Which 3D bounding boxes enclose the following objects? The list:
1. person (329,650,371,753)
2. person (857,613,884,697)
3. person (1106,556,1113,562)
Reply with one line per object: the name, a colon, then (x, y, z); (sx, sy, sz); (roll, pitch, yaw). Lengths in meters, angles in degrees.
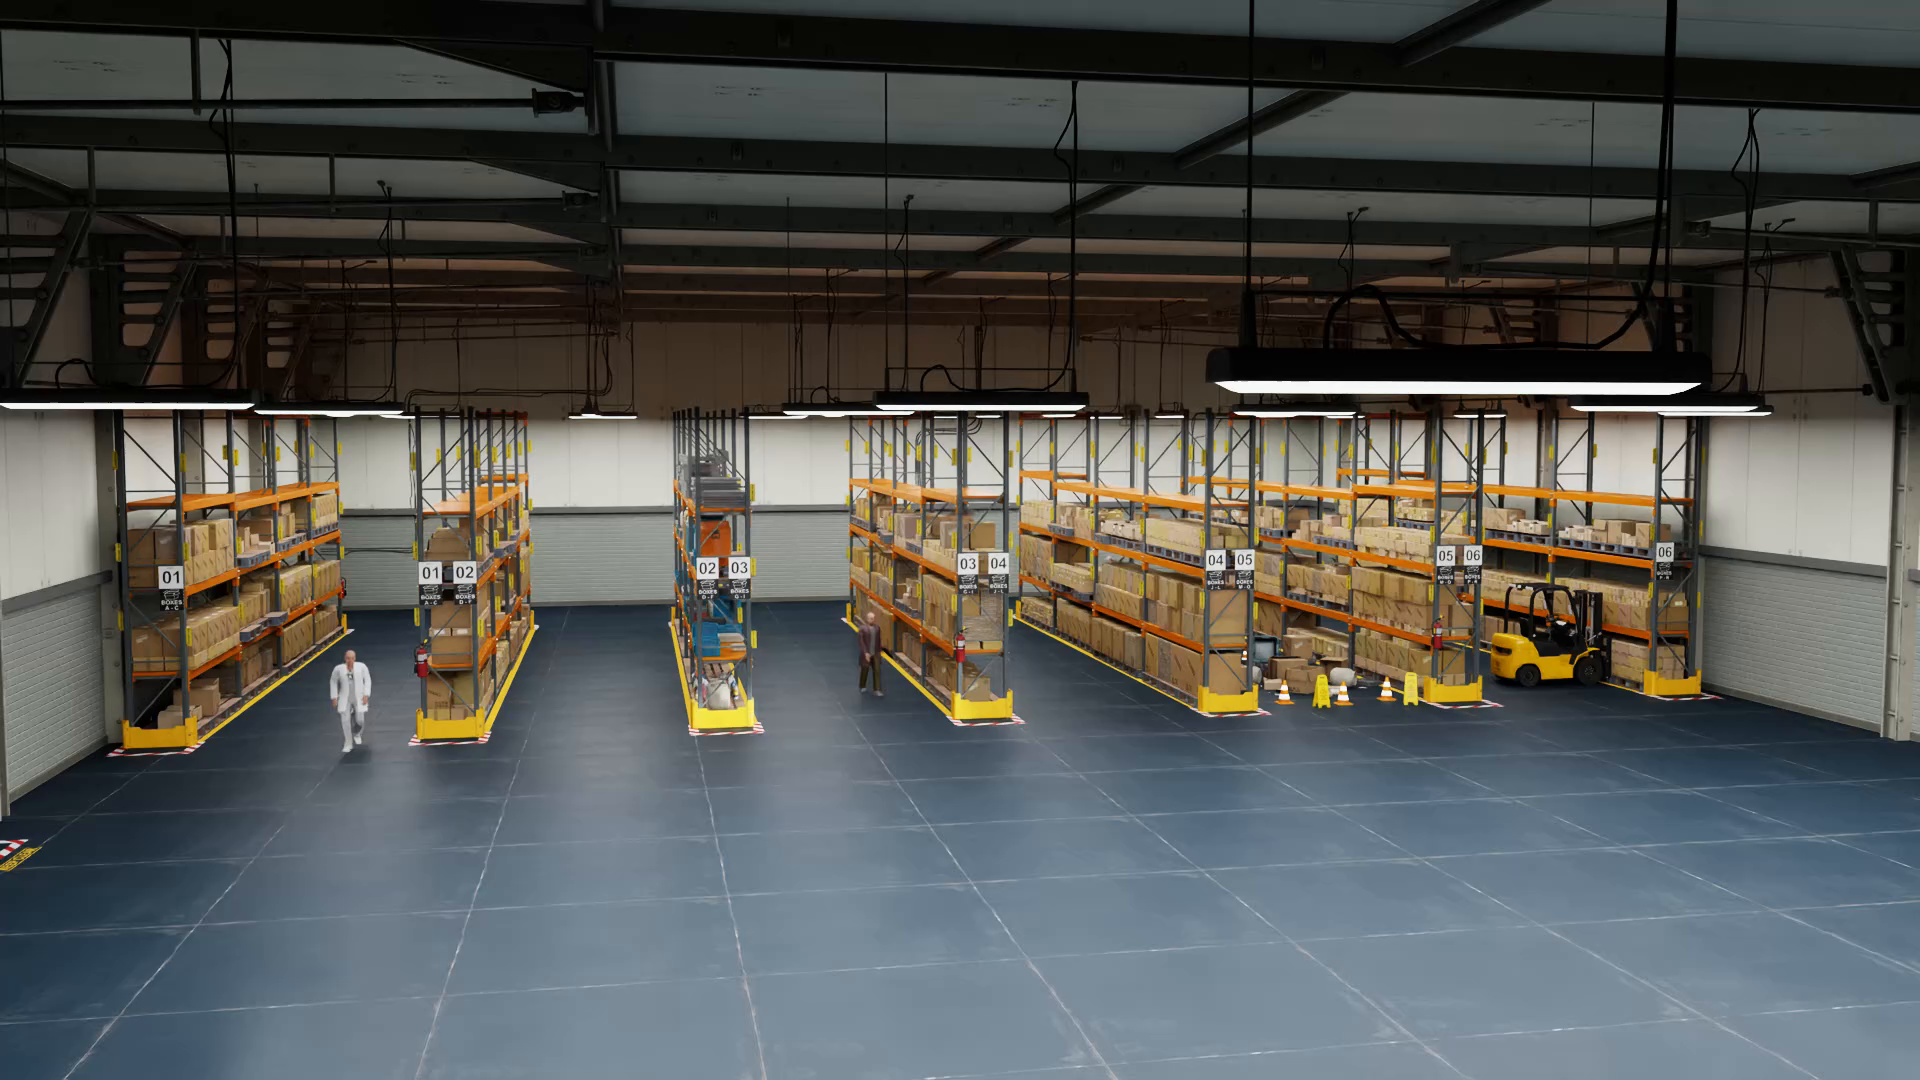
person: (-10.661, 2.785, 29.084); (0.673, 1.765, 0.740); (-2, 4, -22)
person: (-1.839, 2.376, 34.713); (0.596, 1.722, 1.069); (-2, 4, -25)
person: (4.581, 1.299, 50.472); (0.668, 1.636, 0.492); (-1, 4, -12)
